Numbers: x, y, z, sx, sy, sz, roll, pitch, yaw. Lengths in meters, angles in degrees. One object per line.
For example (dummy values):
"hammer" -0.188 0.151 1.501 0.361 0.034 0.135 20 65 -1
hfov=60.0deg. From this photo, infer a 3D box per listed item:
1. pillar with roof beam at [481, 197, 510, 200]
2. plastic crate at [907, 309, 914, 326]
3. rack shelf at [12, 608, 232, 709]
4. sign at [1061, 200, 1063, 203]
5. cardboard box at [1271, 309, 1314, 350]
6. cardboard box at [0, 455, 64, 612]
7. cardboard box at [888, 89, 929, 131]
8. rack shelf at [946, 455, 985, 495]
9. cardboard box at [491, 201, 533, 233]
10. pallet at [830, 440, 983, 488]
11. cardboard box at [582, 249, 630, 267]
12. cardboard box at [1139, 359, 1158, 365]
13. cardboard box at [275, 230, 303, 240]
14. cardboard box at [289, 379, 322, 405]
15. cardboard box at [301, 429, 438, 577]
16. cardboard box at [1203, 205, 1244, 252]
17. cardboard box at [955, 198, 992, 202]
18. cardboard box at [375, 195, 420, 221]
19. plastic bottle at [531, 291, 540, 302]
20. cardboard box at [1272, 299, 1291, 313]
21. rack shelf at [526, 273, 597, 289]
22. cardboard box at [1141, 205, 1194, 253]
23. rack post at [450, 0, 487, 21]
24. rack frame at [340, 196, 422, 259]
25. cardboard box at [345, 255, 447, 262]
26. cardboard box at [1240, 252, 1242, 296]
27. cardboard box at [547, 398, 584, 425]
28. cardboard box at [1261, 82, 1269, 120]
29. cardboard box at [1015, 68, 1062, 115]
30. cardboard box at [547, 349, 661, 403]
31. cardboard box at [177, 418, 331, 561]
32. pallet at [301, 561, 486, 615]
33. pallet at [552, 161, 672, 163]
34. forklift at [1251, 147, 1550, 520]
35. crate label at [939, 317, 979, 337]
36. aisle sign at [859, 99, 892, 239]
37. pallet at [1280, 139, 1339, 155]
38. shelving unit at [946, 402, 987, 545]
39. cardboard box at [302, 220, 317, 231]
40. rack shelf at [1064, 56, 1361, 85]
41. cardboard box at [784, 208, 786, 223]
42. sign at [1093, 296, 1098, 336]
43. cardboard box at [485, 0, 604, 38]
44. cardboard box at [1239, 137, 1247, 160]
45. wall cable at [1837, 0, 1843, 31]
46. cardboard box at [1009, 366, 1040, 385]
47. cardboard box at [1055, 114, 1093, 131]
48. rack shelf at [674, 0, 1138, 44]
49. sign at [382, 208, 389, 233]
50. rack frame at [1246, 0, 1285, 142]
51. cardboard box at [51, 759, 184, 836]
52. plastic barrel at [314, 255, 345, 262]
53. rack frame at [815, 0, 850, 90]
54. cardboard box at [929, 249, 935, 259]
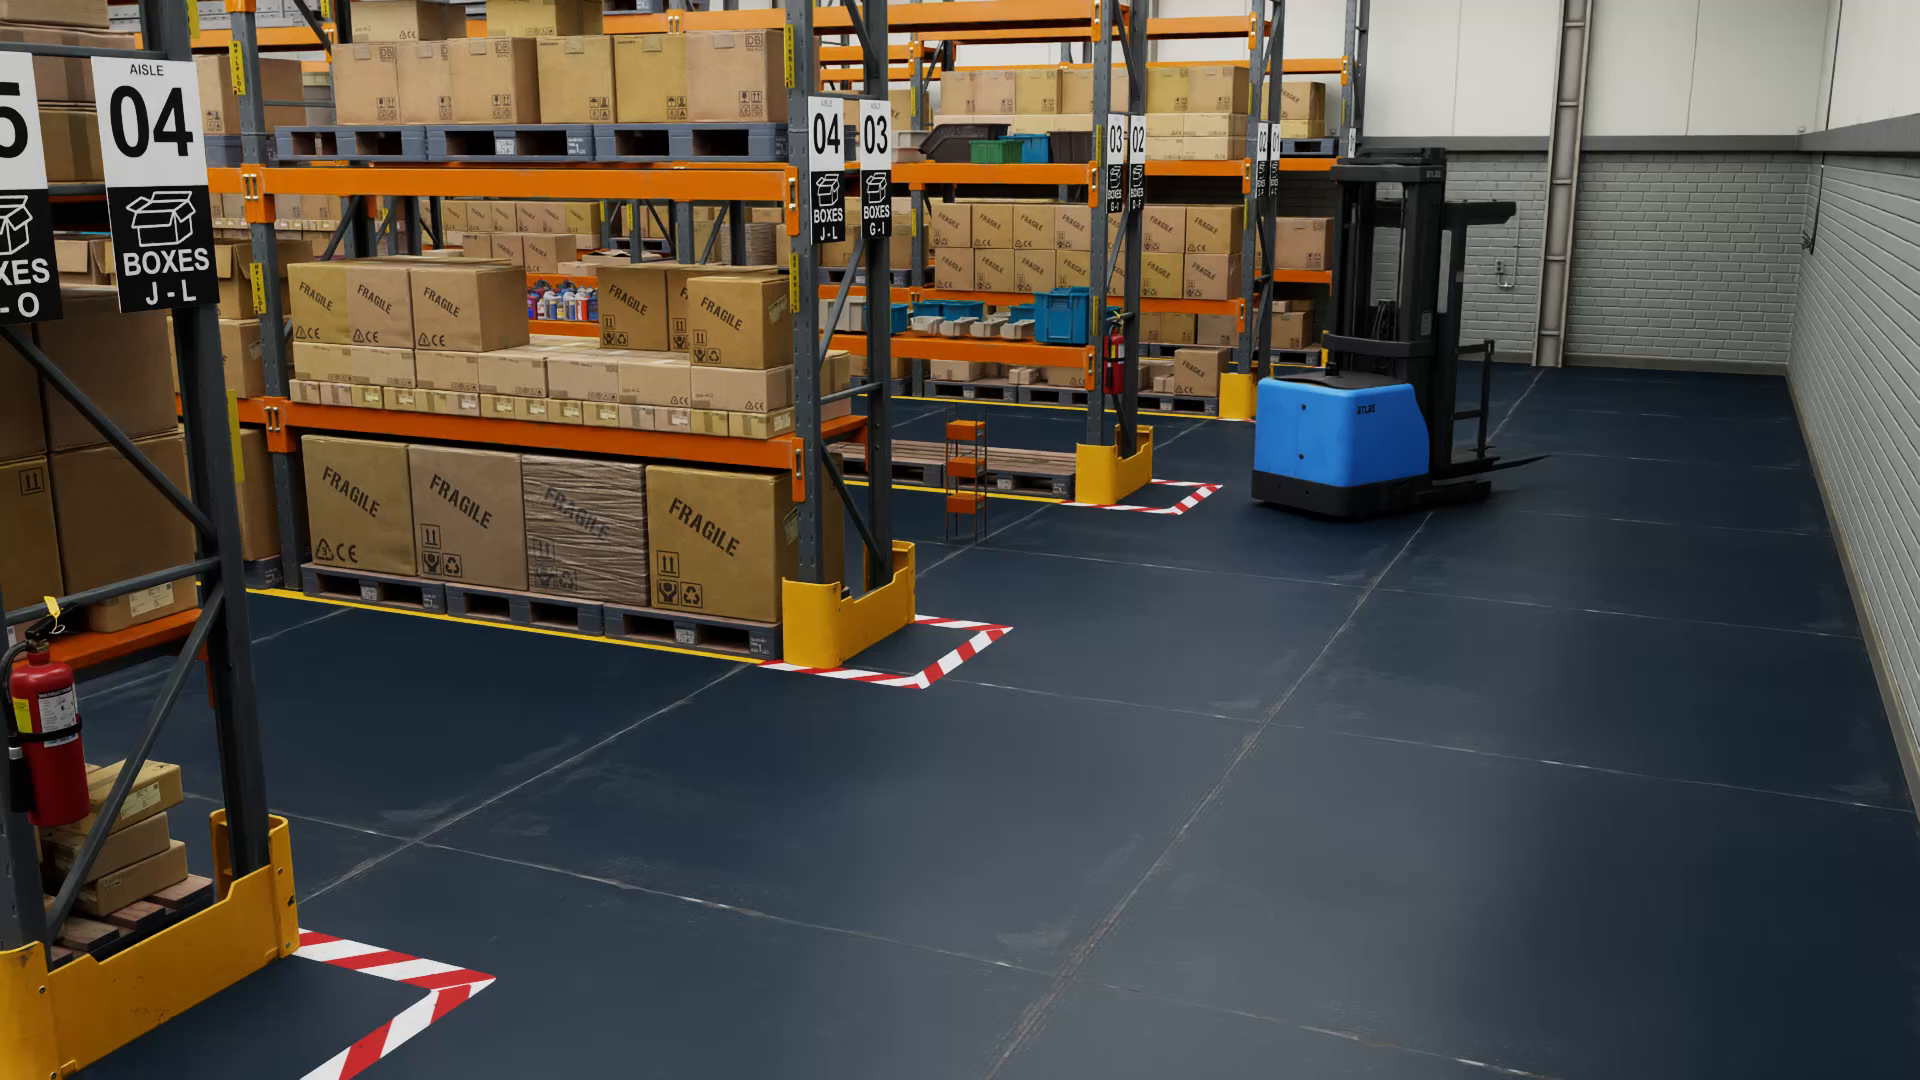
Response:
"pillar with roof beam" -10.043 -7.572 25.327 0.400 9.000 9.100 6 14 23
"plastic crate" -0.617 -2.058 15.404 0.466 0.136 0.293 6 14 23
"rack shelf" -4.610 0.341 6.310 4.000 0.370 1.077 6 14 23
"sign" 1.471 -4.735 24.009 0.005 0.325 0.100 6 14 23
"cardboard box" 4.659 -2.986 23.466 0.500 0.500 0.700 6 14 23
"cardboard box" -3.296 -0.005 5.342 0.500 0.500 0.500 6 15 24
"cardboard box" -0.752 -5.114 20.059 0.600 0.600 0.600 4 14 18
"rack shelf" 0.049 -0.496 12.616 0.240 0.259 0.215 6 14 23
"cardboard box" -7.580 -5.488 28.218 0.500 0.500 0.500 6 15 25
"pallet" -0.523 -0.725 15.384 1.213 0.211 1.003 6 14 23
"cardboard box" -4.717 -3.740 22.320 0.500 0.311 0.500 6 14 23
"cardboard box" 2.040 -1.997 19.756 0.500 0.250 0.500 6 14 23
"cardboard box" -9.454 -4.260 24.125 0.500 0.500 0.700 6 15 25
"cardboard box" -4.201 -1.002 11.007 0.250 0.149 0.380 6 14 23
"cardboard box" -3.766 -0.313 11.255 0.875 0.875 0.875 6 14 23
"cardboard box" 3.037 -3.551 18.915 0.500 0.500 0.500 6 15 25
"cardboard box" 0.221 -4.979 24.853 0.500 0.250 0.500 6 15 24
"cardboard box" -8.044 -4.750 23.372 0.500 0.500 0.700 6 14 24
"plastic bottle" -4.167 -2.306 16.298 0.097 0.271 0.097 0 13 0
"cardboard box" 4.468 -3.275 23.280 0.250 0.149 0.380 6 14 23
"rack shelf" -5.807 -3.495 22.656 4.000 0.370 1.077 6 14 23
"cardboard box" 2.356 -3.485 18.634 0.500 0.500 0.500 6 15 25
"rack post" -4.233 -5.093 15.857 0.954 0.300 0.937 8 15 29
"rack frame" -5.988 -2.625 17.378 0.127 3.000 1.000 6 14 23
"cardboard box" -3.808 -1.671 11.346 0.500 0.500 0.500 6 15 25
"cardboard box" 3.037 -3.064 19.029 0.500 0.500 0.500 6 15 24
"cardboard box" -2.310 -0.811 10.193 0.250 0.149 0.380 6 14 23
"cardboard box" 4.106 -6.019 22.824 0.500 0.500 0.500 6 15 25
"cardboard box" 0.998 -5.127 19.067 0.500 0.500 0.700 6 14 23
"cardboard box" -2.159 -1.006 10.153 0.500 0.250 0.500 5 14 21
"cardboard box" -4.930 -0.446 11.821 0.875 0.875 1.225 6 14 23
"pallet" -3.673 0.223 11.341 1.213 0.211 1.003 6 14 23
"pallet" -3.087 -3.676 15.701 1.003 0.211 1.213 6 14 23
"forklift" 3.931 -1.833 14.153 3.031 2.935 1.130 -10 16 -36
"crate label" -0.016 -1.874 14.622 0.243 0.136 0.396 6 14 23
"aisle sign" -0.492 -2.172 9.756 0.004 0.787 0.394 6 14 23
"pallet" 4.657 -5.438 22.992 1.213 0.211 1.003 6 14 23
"shelving unit" 0.049 -0.506 12.614 0.252 1.050 0.215 6 14 23
"cardboard box" -9.131 -4.493 23.695 0.250 0.149 0.380 6 15 25
"rack shelf" 3.511 -6.515 23.273 4.000 0.370 1.077 6 14 23
"cardboard box" -2.409 -4.999 26.311 0.500 0.500 0.700 4 14 17
"sign" 1.119 -1.848 13.708 0.005 0.325 0.100 6 14 23
"cardboard box" -2.522 -3.167 10.120 0.500 0.250 0.500 5 14 21
"cardboard box" 2.970 -4.407 18.734 0.500 0.250 0.500 6 14 23
"wall cable" 9.270 -6.659 17.177 0.112 2.526 3.097 6 14 23
"cardboard box" 0.770 -1.962 19.791 0.250 0.166 0.380 6 14 23
"cardboard box" 1.391 -4.683 18.812 0.500 0.250 0.500 6 14 23
"rack shelf" -0.502 -4.446 14.454 4.000 0.370 1.077 6 14 23
"sign" -7.859 -4.374 22.760 0.005 0.325 0.100 6 14 23
"rack frame" 3.336 -5.840 17.945 0.127 3.000 1.000 6 14 23
"cardboard box" -3.122 0.950 6.158 0.250 0.149 0.380 5 14 21
"plastic barrel" -6.535 -2.671 17.275 0.708 0.536 0.600 6 14 23
"rack frame" -1.975 -7.615 25.511 0.127 3.000 1.000 6 14 23
"cardboard box" -0.361 -4.364 25.291 0.250 0.149 0.380 6 14 24
